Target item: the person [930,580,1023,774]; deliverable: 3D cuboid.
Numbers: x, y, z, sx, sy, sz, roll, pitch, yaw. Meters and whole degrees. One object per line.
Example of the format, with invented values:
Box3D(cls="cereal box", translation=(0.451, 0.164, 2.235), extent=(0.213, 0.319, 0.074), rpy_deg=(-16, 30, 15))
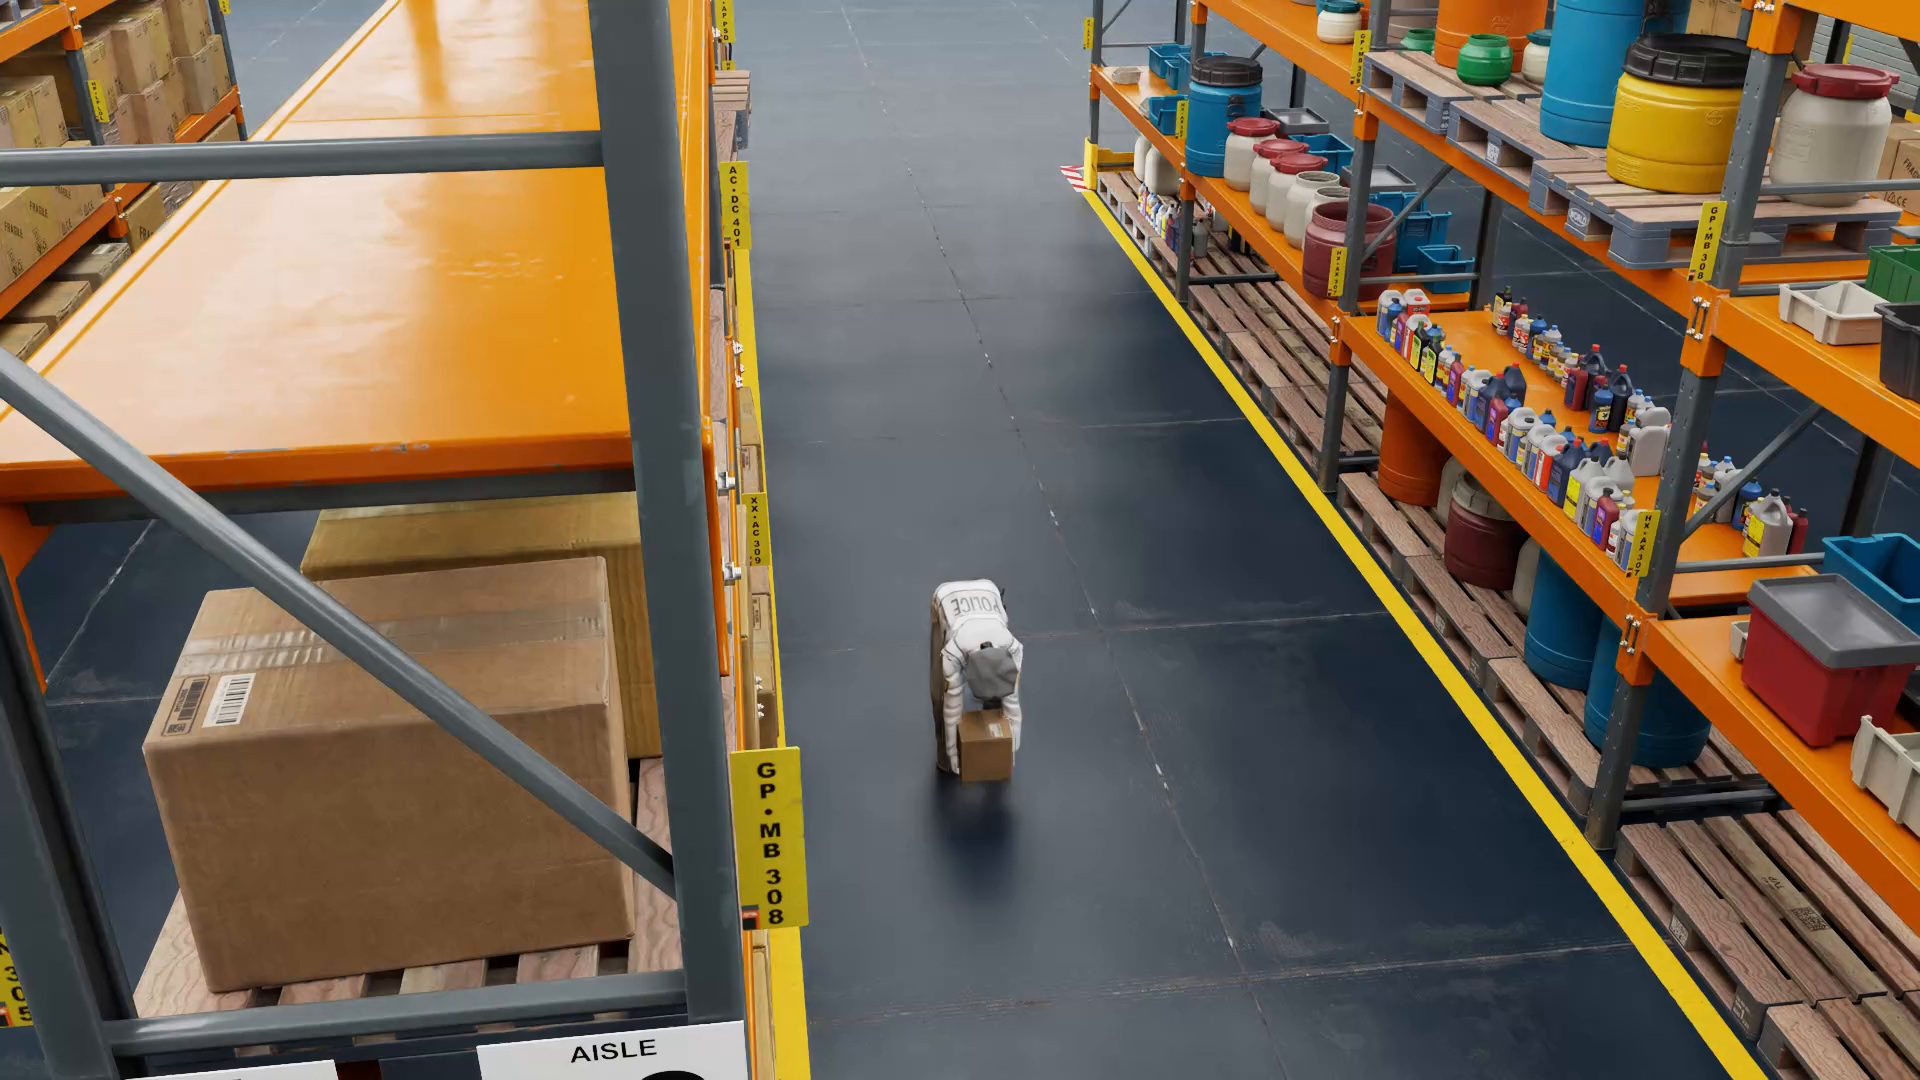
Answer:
Box3D(cls="person", translation=(0.085, 0.781, 8.287), extent=(0.428, 1.014, 0.921), rpy_deg=(-4, 28, -8))
